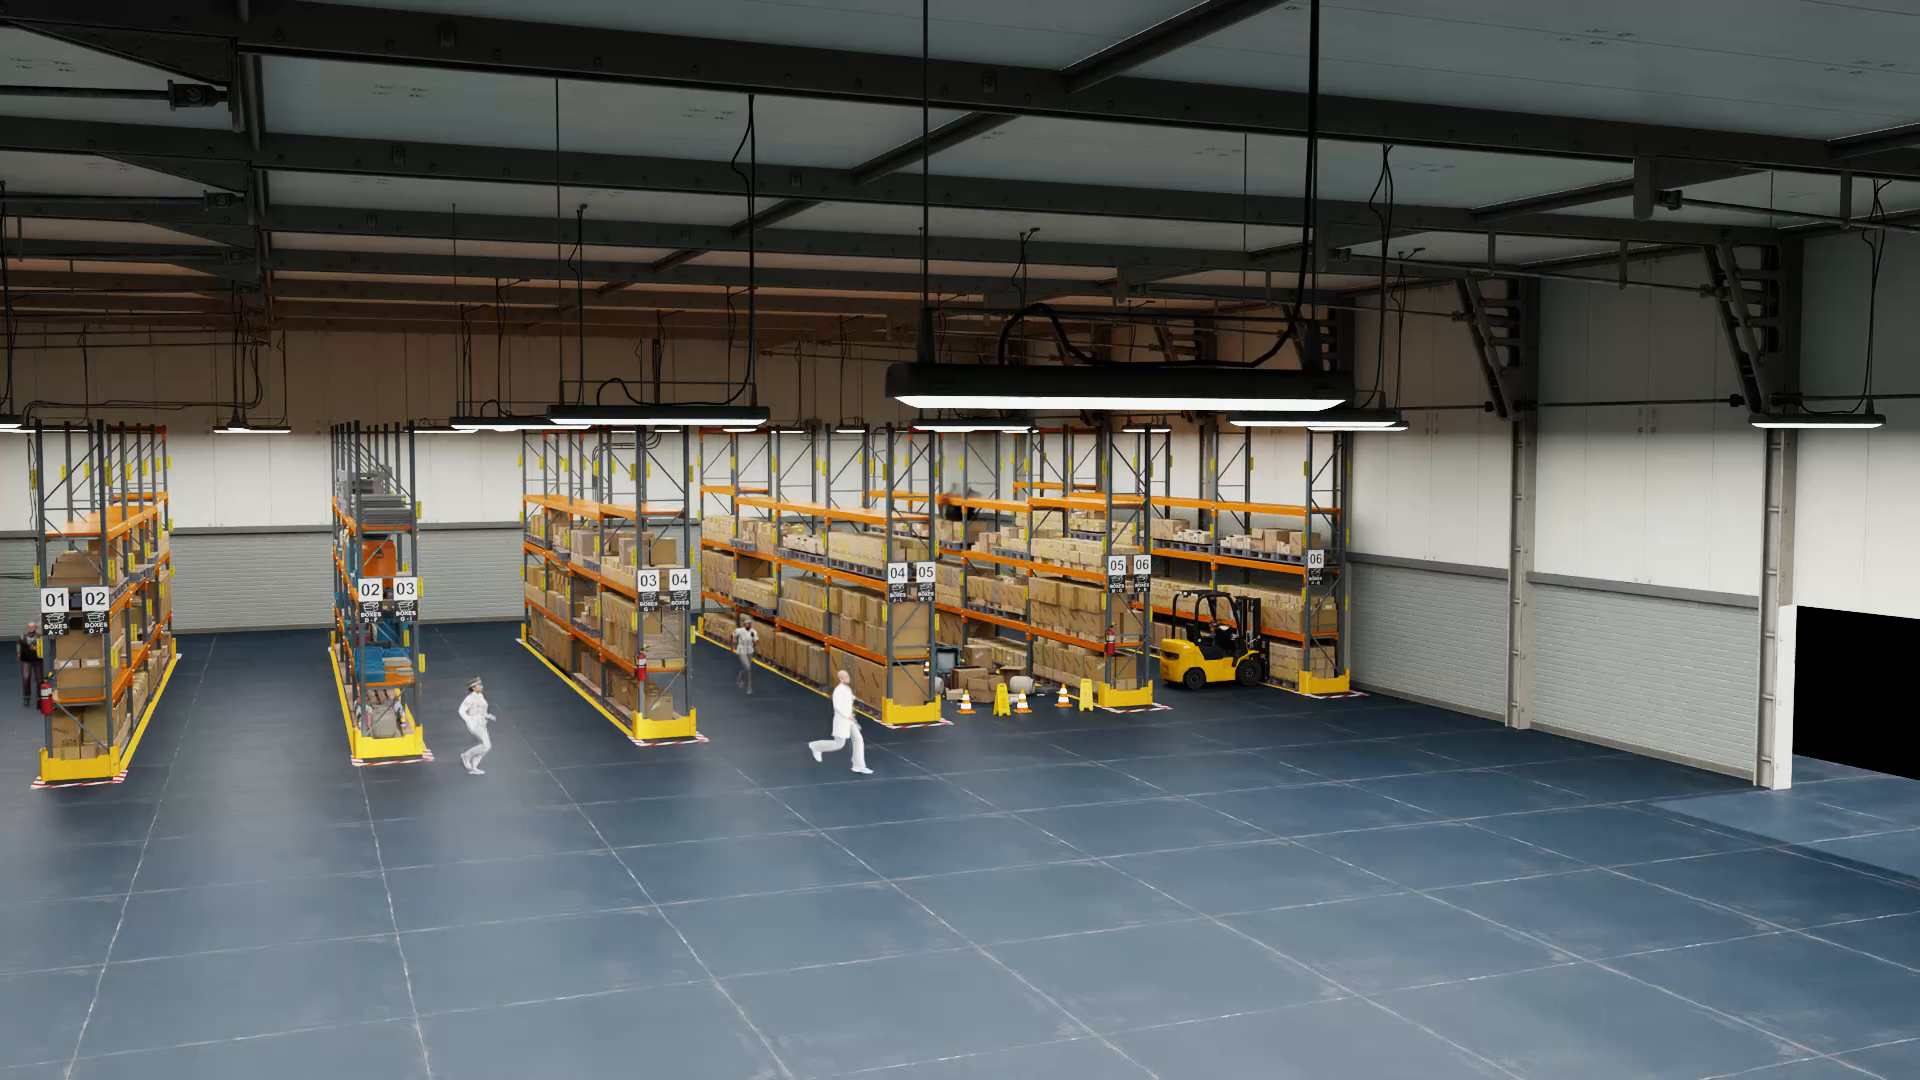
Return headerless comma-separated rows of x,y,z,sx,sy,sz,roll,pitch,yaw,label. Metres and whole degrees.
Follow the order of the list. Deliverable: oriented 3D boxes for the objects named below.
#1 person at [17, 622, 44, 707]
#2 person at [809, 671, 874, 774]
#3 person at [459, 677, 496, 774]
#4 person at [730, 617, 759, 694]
-19.771,2.619,35.452,0.645,1.734,0.904,-1,4,-20,person
-2.019,3.103,28.300,1.098,1.767,0.691,1,4,14,person
-8.137,3.138,28.139,0.547,1.656,0.616,0,4,7,person
-4.815,2.569,37.211,0.599,1.732,0.832,-2,4,-30,person
